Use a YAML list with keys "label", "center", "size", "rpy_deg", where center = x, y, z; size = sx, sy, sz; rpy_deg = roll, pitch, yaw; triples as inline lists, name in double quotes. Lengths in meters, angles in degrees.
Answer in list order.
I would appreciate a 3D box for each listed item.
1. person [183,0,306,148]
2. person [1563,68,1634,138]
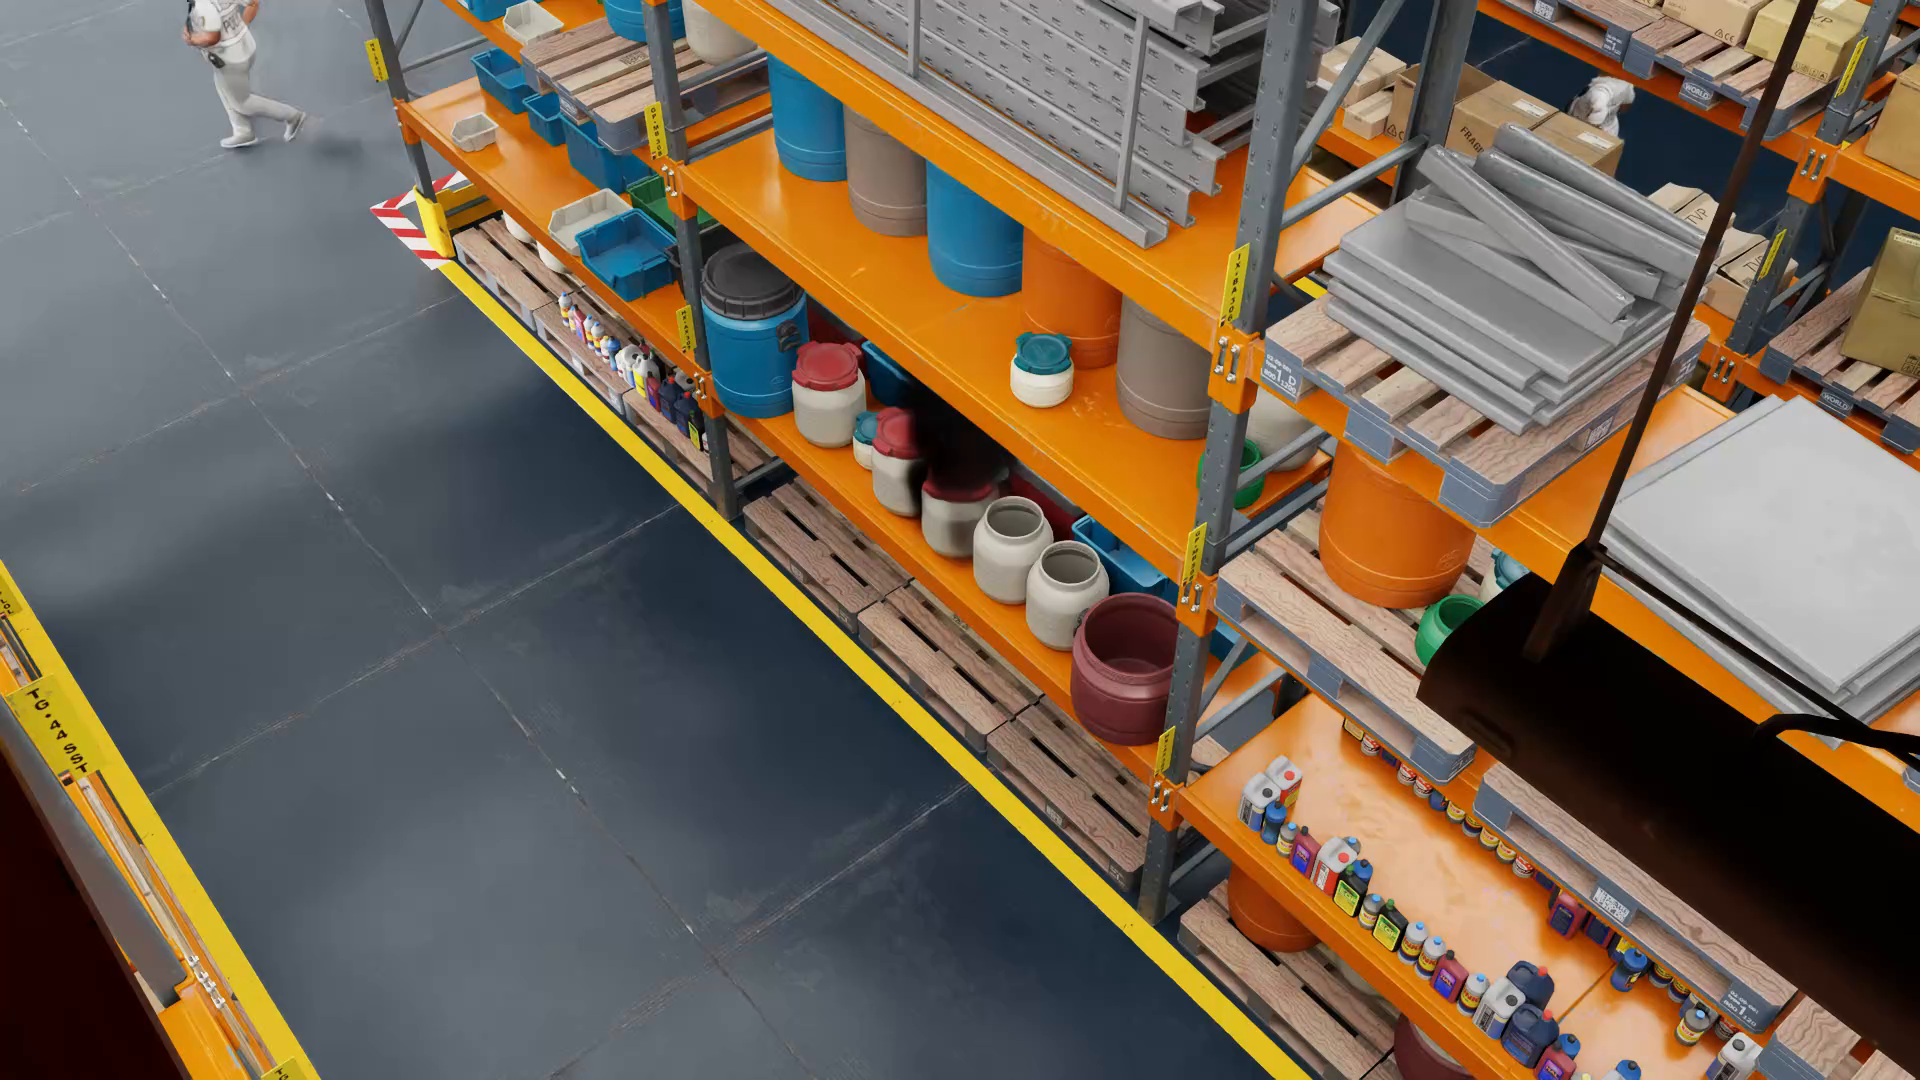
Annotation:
- label: "person"
  center: [-5.893, -3.946, 13.524]
  size: [0.837, 1.791, 0.653]
  rpy_deg: [2, 47, 2]
- label: "person"
  center: [4.859, -3.033, 12.772]
  size: [0.575, 1.617, 0.614]
  rpy_deg: [35, 56, 29]
